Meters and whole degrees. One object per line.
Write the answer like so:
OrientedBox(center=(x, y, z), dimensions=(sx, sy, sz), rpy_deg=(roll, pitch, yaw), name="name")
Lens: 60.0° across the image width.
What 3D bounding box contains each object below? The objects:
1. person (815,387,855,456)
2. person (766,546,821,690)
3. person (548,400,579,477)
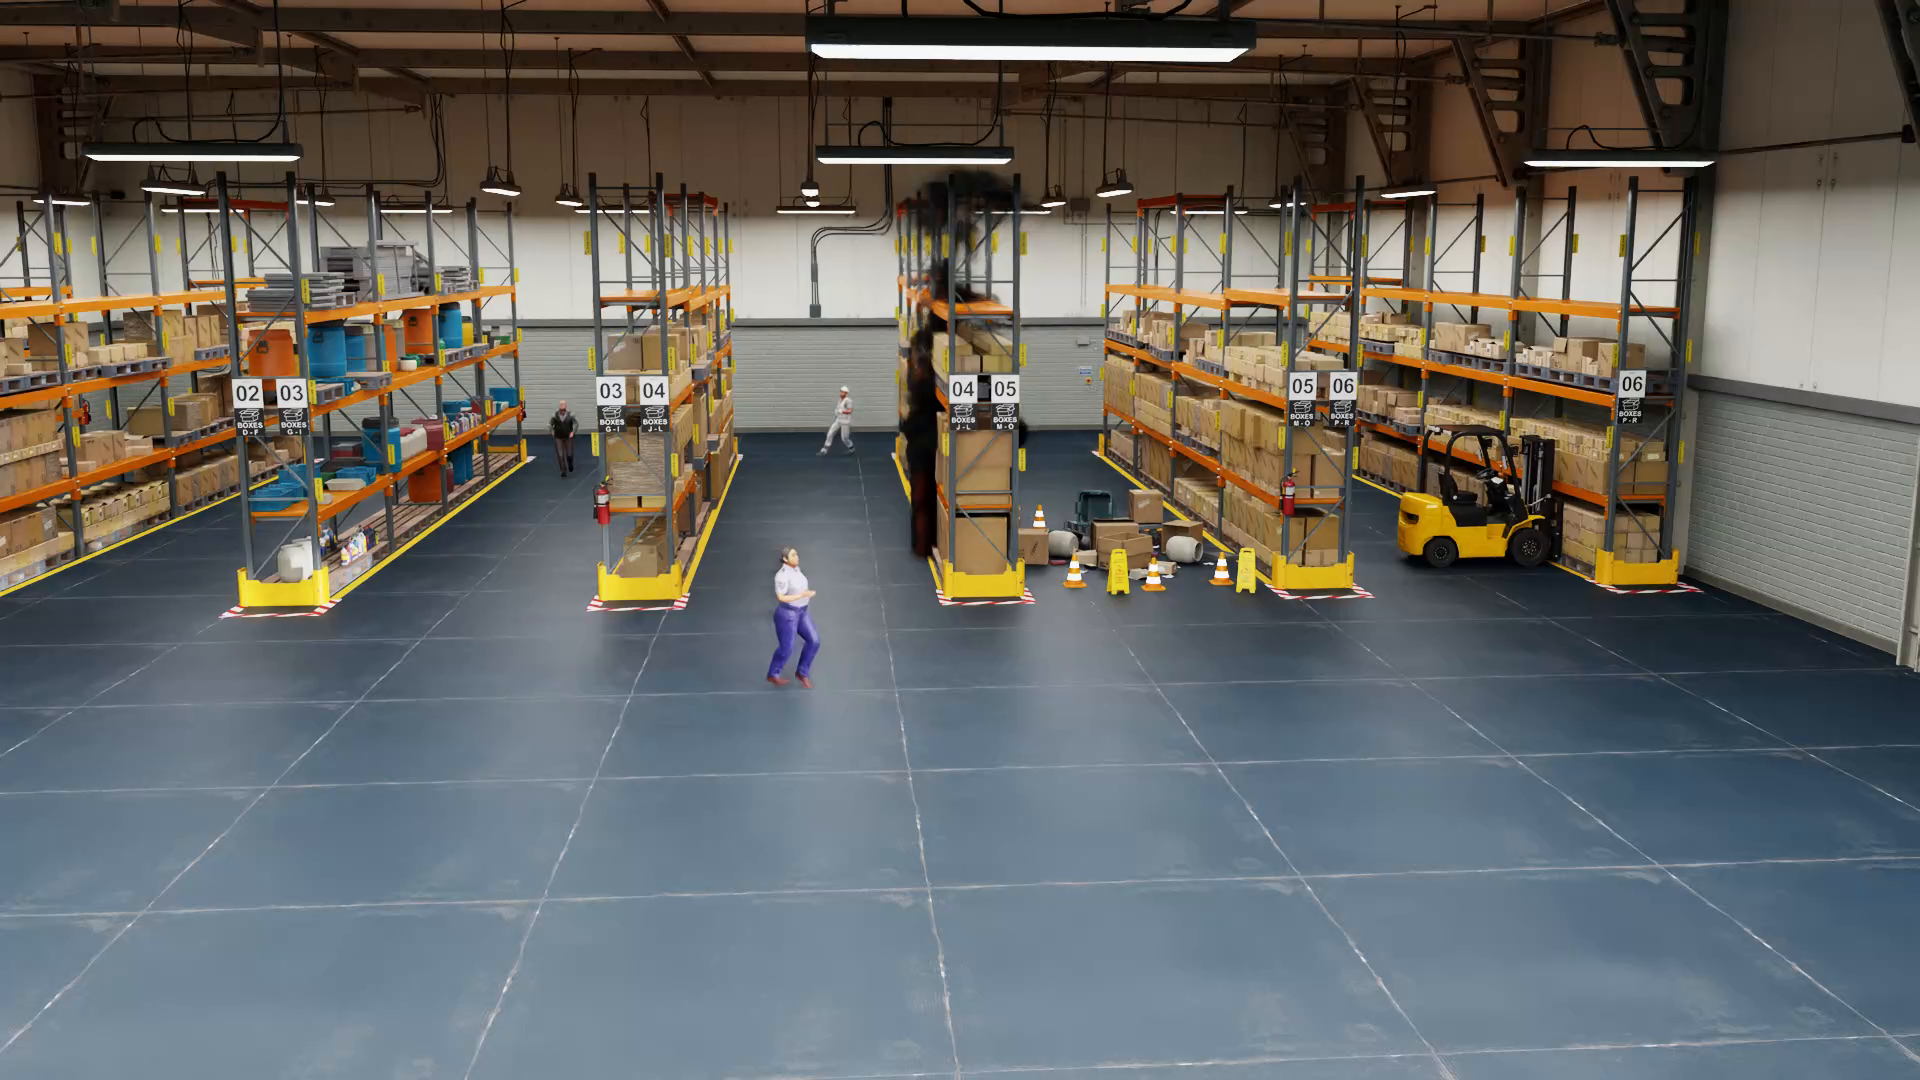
OrientedBox(center=(-2.870, -2.838, 39.876), dimensions=(1.091, 1.656, 0.722), rpy_deg=(-9, 13, -41), name="person")
OrientedBox(center=(-1.899, 0.906, 18.916), dimensions=(0.680, 1.695, 0.561), rpy_deg=(5, 11, 27), name="person")
OrientedBox(center=(-8.709, -2.234, 36.529), dimensions=(0.657, 1.672, 0.609), rpy_deg=(-2, 10, -10), name="person")
